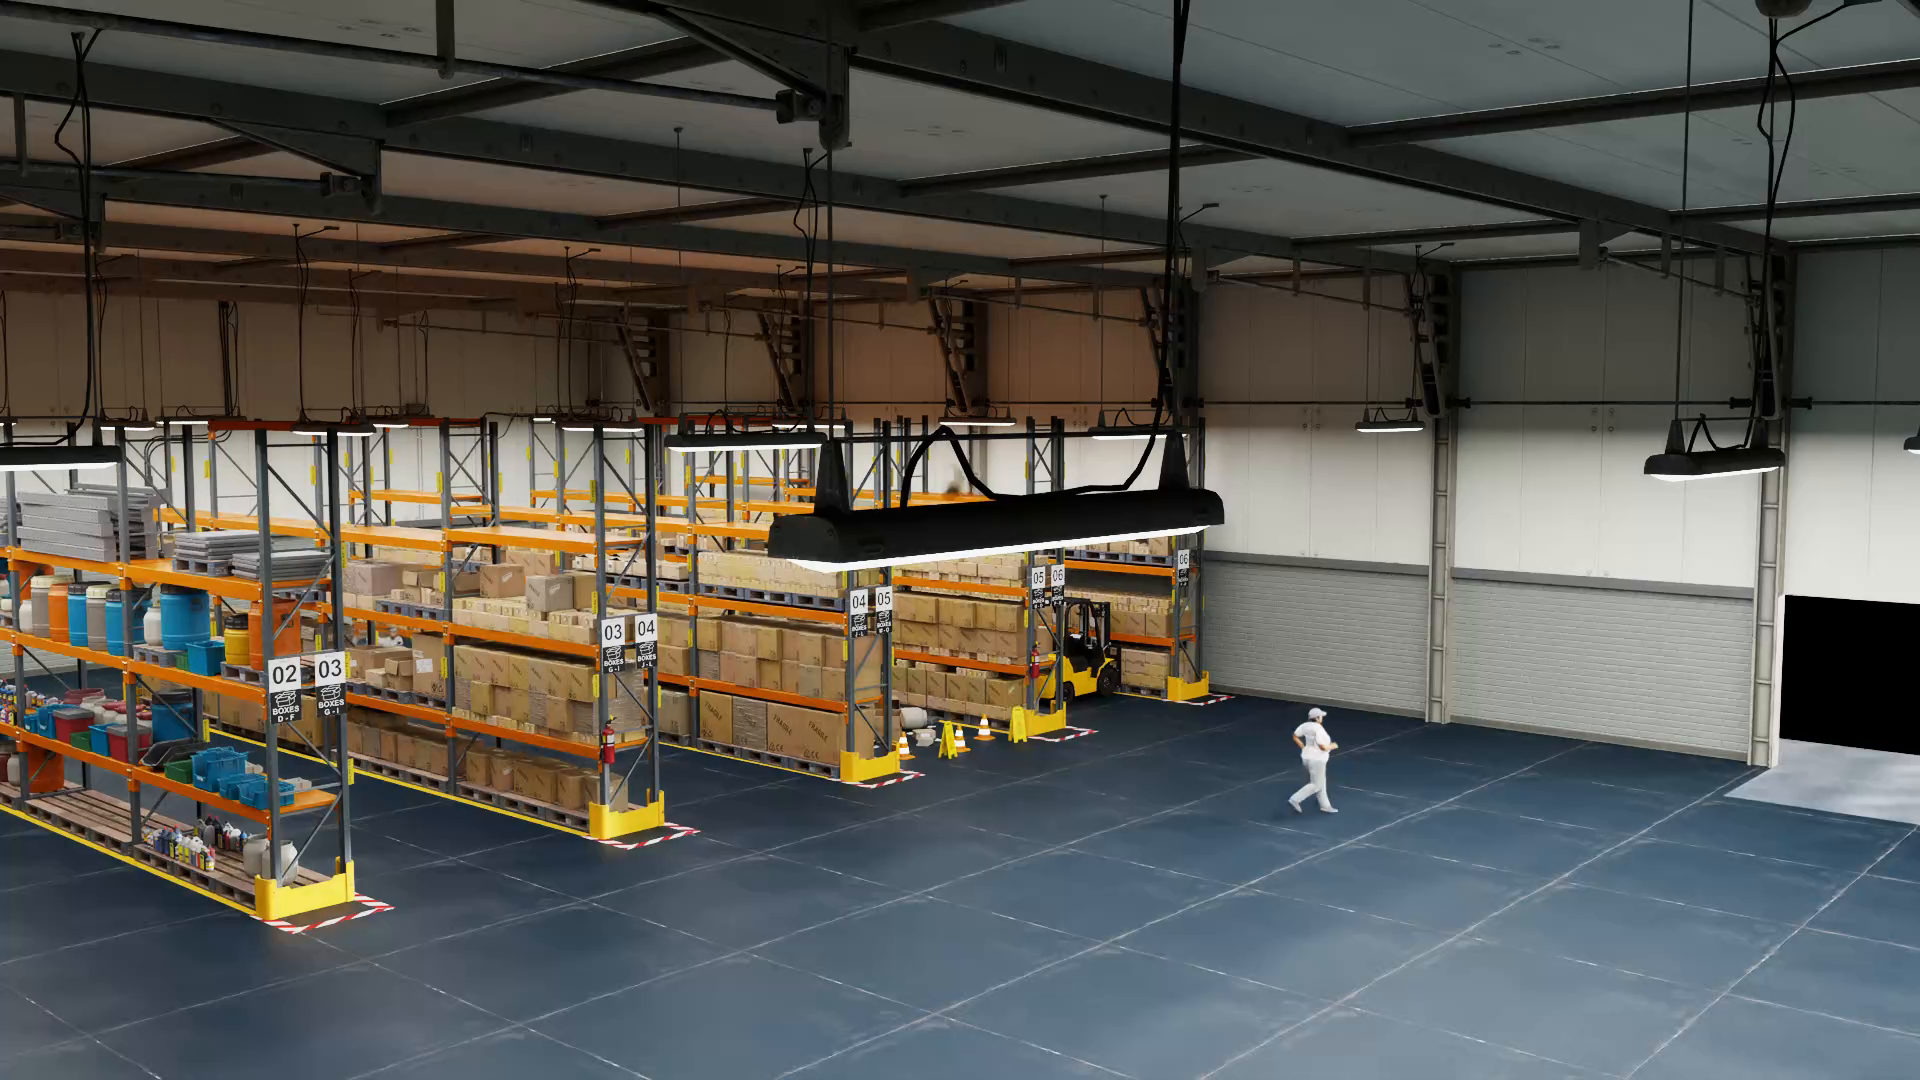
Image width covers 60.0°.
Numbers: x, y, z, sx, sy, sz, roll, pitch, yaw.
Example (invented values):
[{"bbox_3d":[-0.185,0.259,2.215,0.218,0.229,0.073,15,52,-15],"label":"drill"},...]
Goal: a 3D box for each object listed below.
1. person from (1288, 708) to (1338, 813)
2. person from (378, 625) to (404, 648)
[{"bbox_3d":[5.398,3.392,25.364,0.921,1.657,0.609,-2,5,-18],"label":"person"},{"bbox_3d":[-12.000,2.608,34.974,1.067,1.680,0.619,4,6,38],"label":"person"}]
